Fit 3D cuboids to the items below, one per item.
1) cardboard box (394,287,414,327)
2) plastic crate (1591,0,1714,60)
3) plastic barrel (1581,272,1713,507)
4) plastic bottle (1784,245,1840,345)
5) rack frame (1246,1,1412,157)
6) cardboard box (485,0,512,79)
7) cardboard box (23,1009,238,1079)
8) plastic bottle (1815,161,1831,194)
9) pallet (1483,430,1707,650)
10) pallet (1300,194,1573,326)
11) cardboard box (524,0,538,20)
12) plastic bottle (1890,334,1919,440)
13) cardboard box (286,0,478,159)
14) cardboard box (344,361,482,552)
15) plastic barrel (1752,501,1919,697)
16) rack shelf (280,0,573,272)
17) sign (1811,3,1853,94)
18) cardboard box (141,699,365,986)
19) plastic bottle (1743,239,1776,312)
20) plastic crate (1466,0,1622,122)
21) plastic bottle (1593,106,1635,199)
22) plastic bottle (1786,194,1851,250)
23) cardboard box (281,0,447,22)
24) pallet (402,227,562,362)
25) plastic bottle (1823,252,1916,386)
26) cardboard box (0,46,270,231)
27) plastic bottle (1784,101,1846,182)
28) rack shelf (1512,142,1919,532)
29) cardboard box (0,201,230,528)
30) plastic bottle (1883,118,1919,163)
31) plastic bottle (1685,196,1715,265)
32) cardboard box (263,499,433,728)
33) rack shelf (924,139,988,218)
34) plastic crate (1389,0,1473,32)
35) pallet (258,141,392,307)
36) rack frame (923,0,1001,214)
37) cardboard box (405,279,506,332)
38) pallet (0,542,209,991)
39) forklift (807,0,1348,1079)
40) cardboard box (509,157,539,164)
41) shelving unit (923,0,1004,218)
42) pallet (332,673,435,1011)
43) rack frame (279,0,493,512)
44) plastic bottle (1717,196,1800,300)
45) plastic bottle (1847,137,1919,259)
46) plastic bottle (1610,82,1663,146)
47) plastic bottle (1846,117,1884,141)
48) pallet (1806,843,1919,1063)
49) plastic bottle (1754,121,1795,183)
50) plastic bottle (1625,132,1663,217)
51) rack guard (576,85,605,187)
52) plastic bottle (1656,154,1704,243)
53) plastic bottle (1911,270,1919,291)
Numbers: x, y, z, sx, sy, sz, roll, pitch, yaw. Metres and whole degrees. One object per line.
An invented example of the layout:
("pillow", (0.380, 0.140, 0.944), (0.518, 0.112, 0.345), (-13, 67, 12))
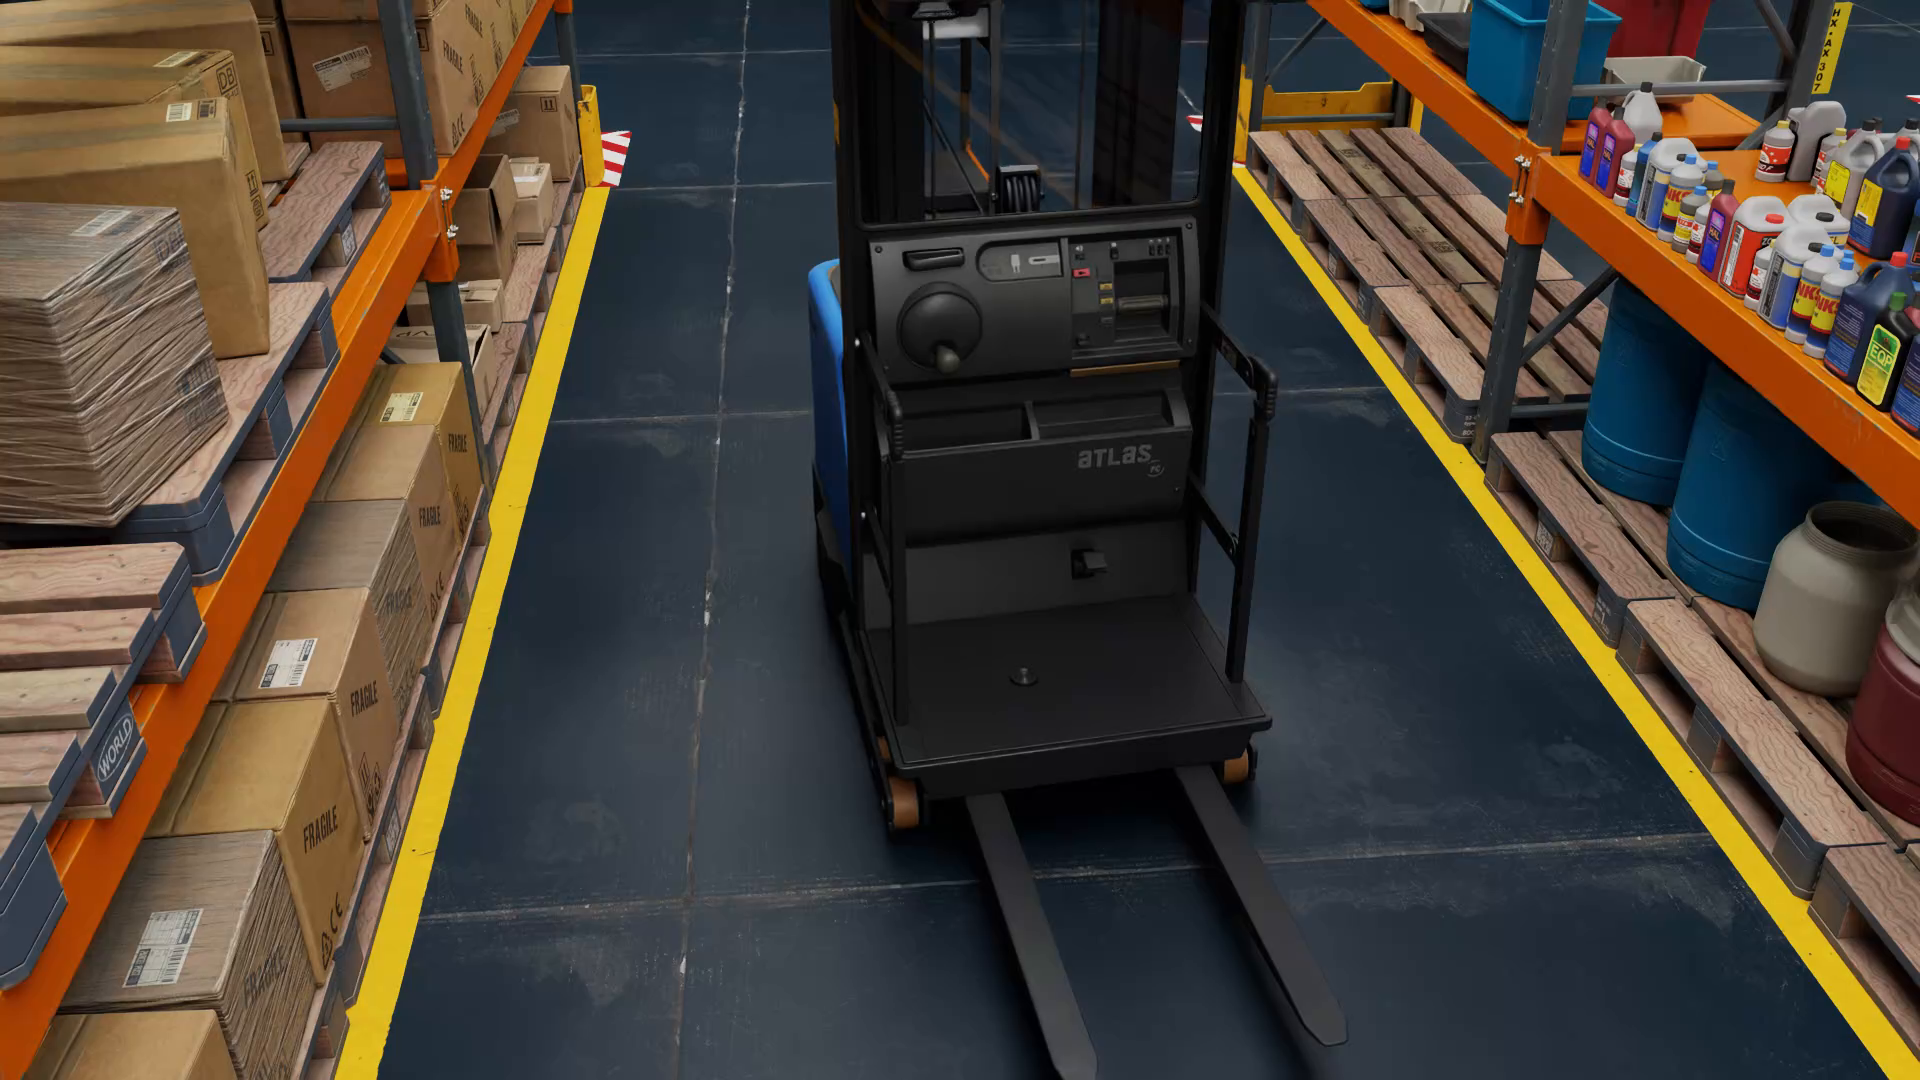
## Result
("cardboard box", (-2.733, -1.101, 7.361), (0.500, 0.311, 0.500), (-3, 31, -5))
("plastic crate", (2.771, -2.162, 6.824), (0.402, 0.464, 0.583), (-3, 31, -5))
("plastic barrel", (2.638, -0.642, 6.037), (0.600, 0.901, 0.708), (-3, 31, -5))
("plastic bottle", (2.360, -0.680, 4.589), (0.097, 0.271, 0.097), (0, 31, 0))
("rack frame", (2.231, -3.684, 9.492), (1.000, 3.000, 0.127), (-3, 31, -5))
("cardboard box", (-2.199, -2.239, 6.976), (0.500, 0.500, 0.500), (-3, 31, -5))
("cardboard box", (-1.712, 1.274, 3.200), (0.500, 0.500, 0.500), (-1, 31, -2))
("plastic bottle", (2.875, -1.168, 5.475), (0.097, 0.201, 0.097), (0, 31, 0))
("pallet", (2.635, -0.048, 6.125), (1.003, 0.211, 1.213), (-3, 31, -5))
("pallet", (2.380, -1.442, 8.458), (1.003, 0.211, 1.213), (-3, 31, -5))
("cardboard box", (-2.295, -2.756, 7.841), (0.500, 0.500, 0.500), (-3, 31, -4))
("plastic bottle", (2.435, -0.431, 4.094), (0.144, 0.351, 0.185), (-3, 31, -5))
("cardboard box", (-2.104, -1.722, 6.110), (0.500, 0.500, 0.500), (-2, 31, -3))
("cardboard box", (-1.996, -0.283, 5.808), (0.500, 0.500, 0.500), (-3, 31, -5))
("plastic barrel", (2.668, 0.179, 5.042), (0.421, 0.512, 0.421), (0, 31, 0))
("rack shelf", (-2.514, -2.118, 7.573), (1.077, 0.370, 4.000), (-3, 31, -5))
("sign", (3.152, -1.786, 6.044), (0.100, 0.325, 0.005), (-3, 31, -5))
("cardboard box", (-1.808, 0.751, 4.076), (0.500, 0.500, 0.500), (-3, 31, -5))
("plastic bottle", (2.338, -0.768, 4.805), (0.097, 0.201, 0.097), (0, 31, 0))
("plastic crate", (2.221, -1.882, 6.433), (0.392, 0.384, 0.575), (-3, 31, -5))
("plastic bottle", (2.226, -1.315, 5.641), (0.061, 0.283, 0.133), (-3, 31, -5))
("plastic bottle", (2.506, -0.868, 4.899), (0.152, 0.276, 0.135), (-3, 31, -5))
("cardboard box", (-2.092, -2.132, 5.822), (0.500, 0.500, 0.500), (-2, 31, -3))
("pallet", (-2.508, -1.184, 8.026), (1.003, 0.211, 1.213), (-3, 31, -5))
("plastic bottle", (2.406, -0.593, 4.366), (0.144, 0.351, 0.185), (-3, 31, -5))
("cardboard box", (-2.379, -1.029, 4.540), (0.700, 0.500, 0.500), (2, 31, 3))
("plastic bottle", (2.963, -1.402, 5.794), (0.152, 0.276, 0.135), (-3, 31, -5))
("rack shelf", (2.791, -0.311, 4.548), (1.077, 0.370, 4.000), (-3, 31, -5))
("cardboard box", (-2.020, -0.379, 3.453), (0.700, 0.500, 0.500), (3, 31, 5))
("plastic bottle", (3.016, -1.167, 5.326), (0.144, 0.351, 0.185), (-3, 31, -5))
("plastic bottle", (2.304, -0.955, 5.117), (0.097, 0.201, 0.097), (0, 31, 0))
("cardboard box", (-1.912, 0.225, 4.956), (0.500, 0.500, 0.500), (-2, 31, -4))
("rack shelf", (-0.113, -1.145, 6.147), (0.431, 0.518, 0.480), (-6, 31, -10))
("plastic crate", (2.142, -2.429, 7.589), (0.293, 0.136, 0.466), (-3, 31, -5))
("pallet", (-2.362, -0.910, 5.036), (1.003, 0.211, 1.213), (-3, 31, -5))
("rack frame", (-0.062, -1.035, 5.935), (0.400, 2.100, 0.015), (-6, 31, -10))
("cardboard box", (-2.242, -1.044, 7.407), (0.380, 0.166, 0.250), (-3, 31, -5))
("pallet", (-2.087, 0.376, 2.883), (1.213, 0.211, 1.003), (-3, 31, -5))
("forklift", (0.262, -0.625, 4.438), (1.130, 2.935, 3.031), (-6, 31, -10))
("cardboard box", (-2.457, -1.944, 8.913), (0.380, 0.166, 0.250), (-3, 31, -5))
("shelving unit", (-0.113, -1.157, 6.140), (0.431, 2.100, 0.503), (-6, 31, -10))
("pallet", (-2.097, 0.829, 4.656), (1.003, 0.211, 1.213), (-3, 31, -5))
("rack frame", (-2.328, -1.406, 5.679), (1.000, 3.000, 0.127), (-3, 31, -5))
("plastic bottle", (2.355, -0.861, 4.887), (0.152, 0.276, 0.135), (-3, 31, -5))
("plastic bottle", (2.890, -1.065, 5.156), (0.144, 0.351, 0.185), (-3, 31, -5))
("plastic bottle", (2.318, -1.404, 5.724), (0.144, 0.351, 0.185), (-3, 31, -5))
("plastic bottle", (3.030, -1.290, 5.598), (0.061, 0.283, 0.133), (-3, 31, -5))
("pallet", (2.863, 1.197, 4.039), (1.003, 0.211, 1.213), (-3, 31, -5))
("plastic bottle", (2.841, -1.355, 5.787), (0.097, 0.201, 0.097), (0, 31, 0))
("plastic bottle", (2.264, -1.203, 5.464), (0.097, 0.271, 0.097), (0, 31, 0))
("rack guard", (-2.694, -2.336, 9.674), (1.175, 0.500, 0.348), (-3, 31, -5))
("plastic bottle", (2.286, -1.084, 5.265), (0.097, 0.271, 0.097), (0, 31, 0))
("plastic bottle", (2.522, -0.587, 4.434), (0.097, 0.271, 0.097), (0, 31, 0))
